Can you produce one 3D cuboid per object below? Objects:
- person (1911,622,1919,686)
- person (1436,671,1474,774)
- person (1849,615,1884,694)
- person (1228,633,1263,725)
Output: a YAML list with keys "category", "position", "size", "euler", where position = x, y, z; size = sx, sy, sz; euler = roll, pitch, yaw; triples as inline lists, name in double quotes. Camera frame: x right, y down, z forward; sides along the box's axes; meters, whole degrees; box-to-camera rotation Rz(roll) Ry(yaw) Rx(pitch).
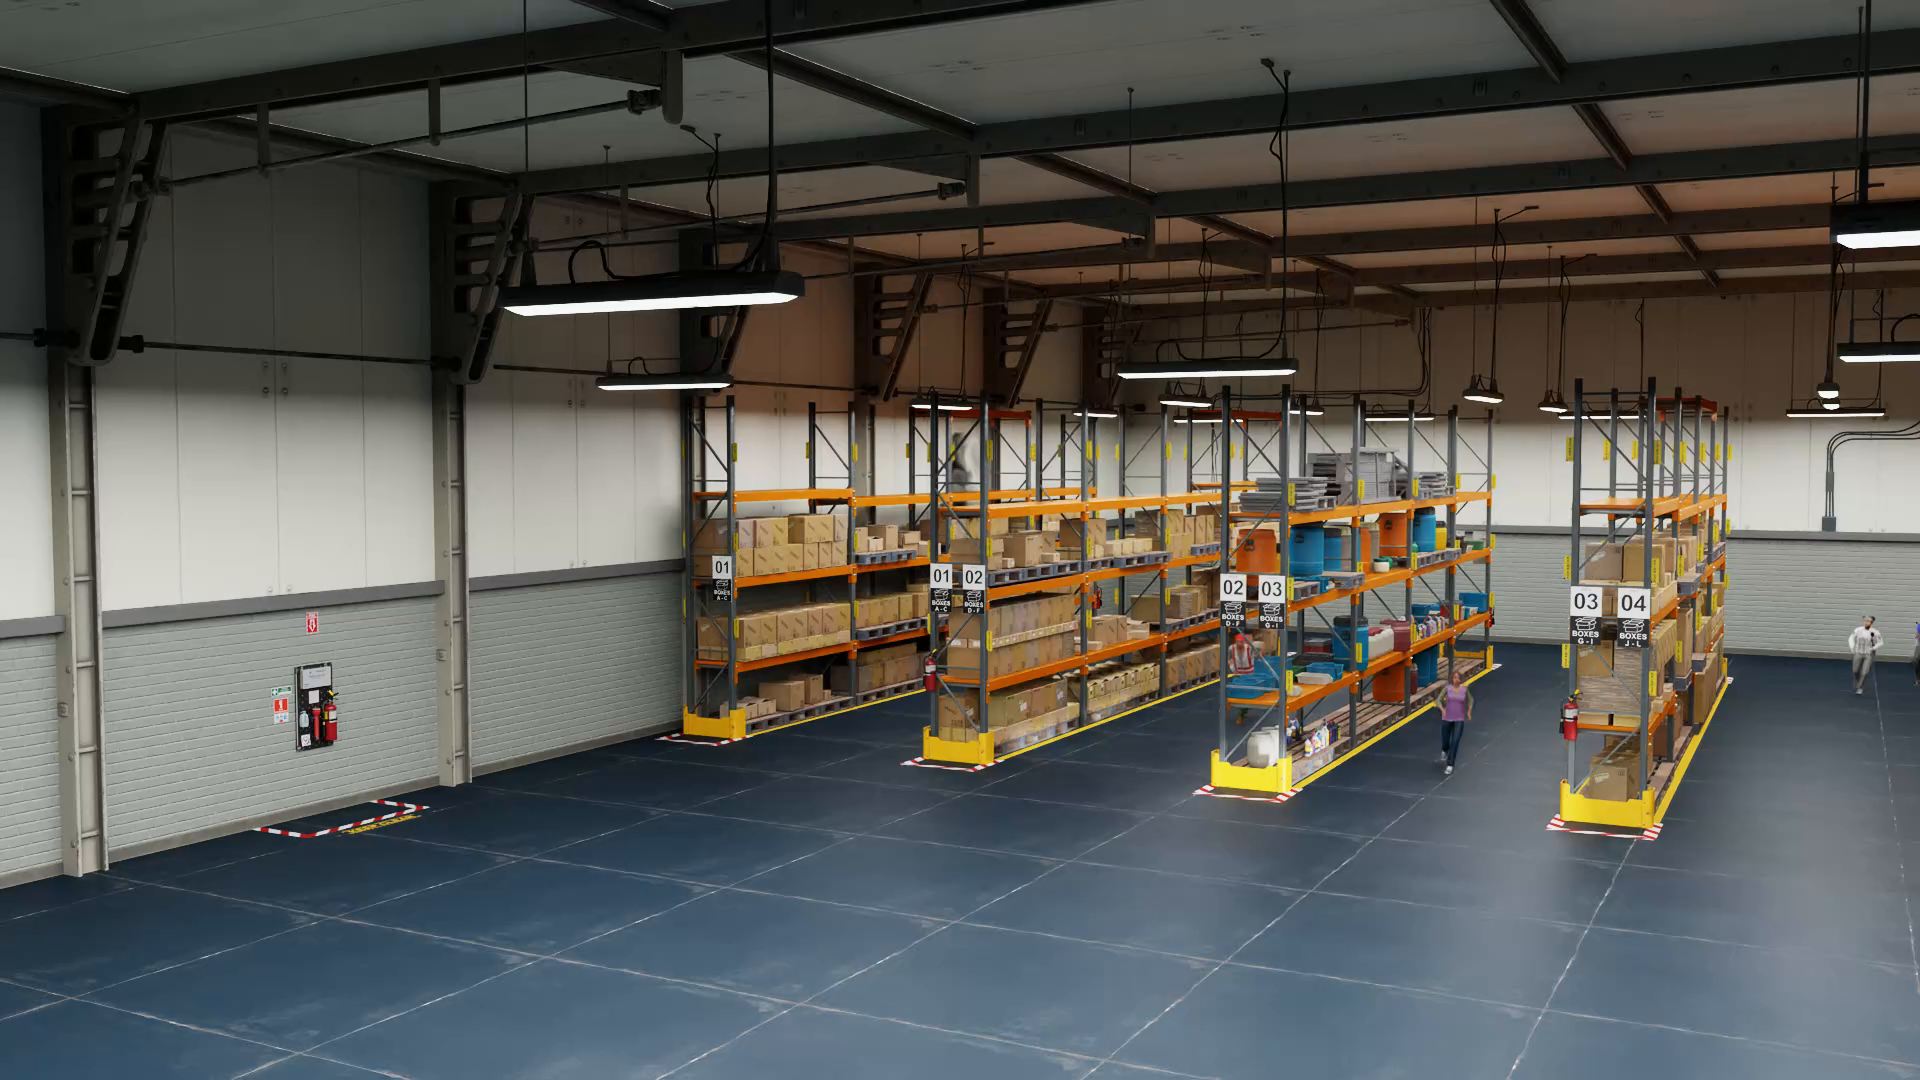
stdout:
- category: "person"
  position: [20.713, 2.314, 35.592]
  size: [0.733, 1.704, 0.552]
  euler: [-1, 3, -15]
- category: "person"
  position: [7.764, 2.835, 26.105]
  size: [0.575, 1.576, 0.883]
  euler: [1, 3, 15]
- category: "person"
  position: [18.771, 2.366, 34.486]
  size: [0.647, 1.655, 0.459]
  euler: [2, 4, 38]
- category: "person"
  position: [5.285, 2.547, 30.939]
  size: [0.704, 1.732, 1.056]
  euler: [1, 3, 18]
